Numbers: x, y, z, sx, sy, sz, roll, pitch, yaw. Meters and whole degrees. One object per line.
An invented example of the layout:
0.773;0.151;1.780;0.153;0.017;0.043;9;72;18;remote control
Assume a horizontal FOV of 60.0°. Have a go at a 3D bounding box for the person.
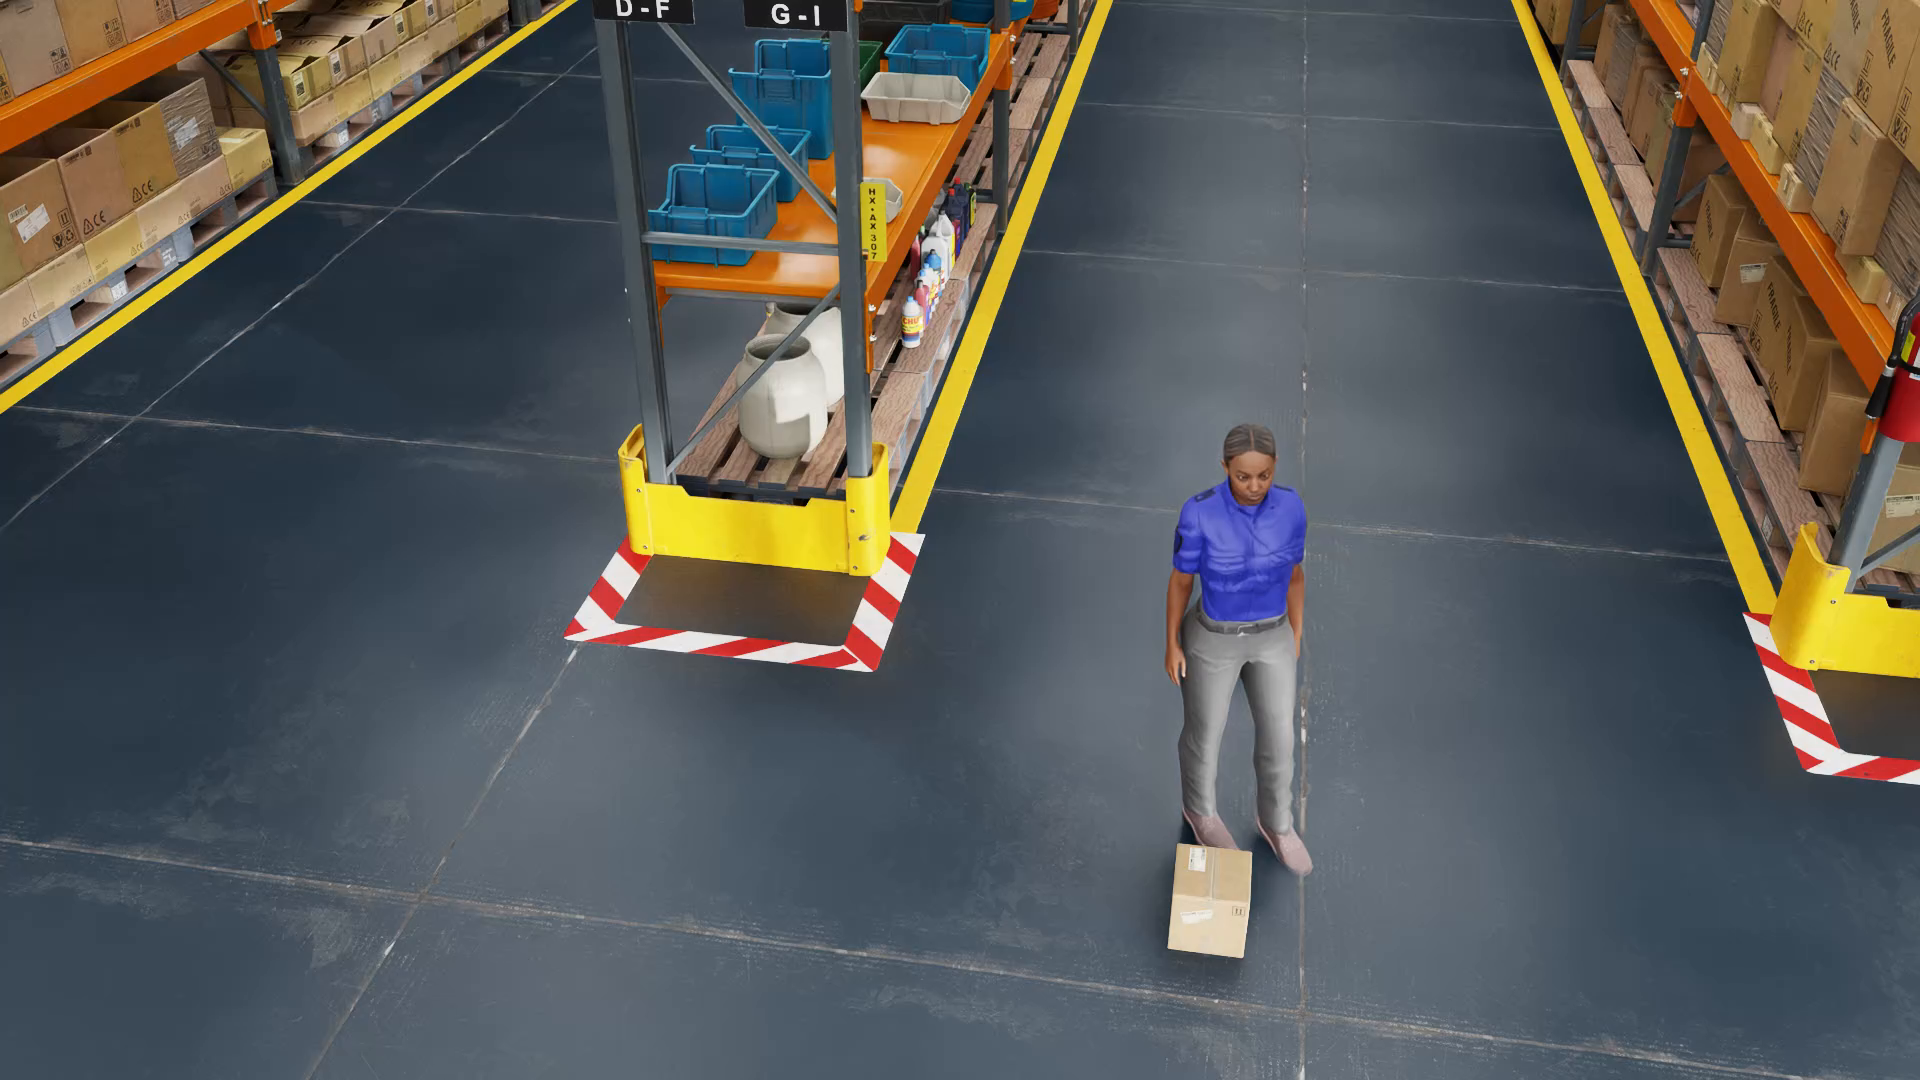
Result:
0.966;0.398;5.545;0.530;1.707;0.434;-5;33;-8;person
